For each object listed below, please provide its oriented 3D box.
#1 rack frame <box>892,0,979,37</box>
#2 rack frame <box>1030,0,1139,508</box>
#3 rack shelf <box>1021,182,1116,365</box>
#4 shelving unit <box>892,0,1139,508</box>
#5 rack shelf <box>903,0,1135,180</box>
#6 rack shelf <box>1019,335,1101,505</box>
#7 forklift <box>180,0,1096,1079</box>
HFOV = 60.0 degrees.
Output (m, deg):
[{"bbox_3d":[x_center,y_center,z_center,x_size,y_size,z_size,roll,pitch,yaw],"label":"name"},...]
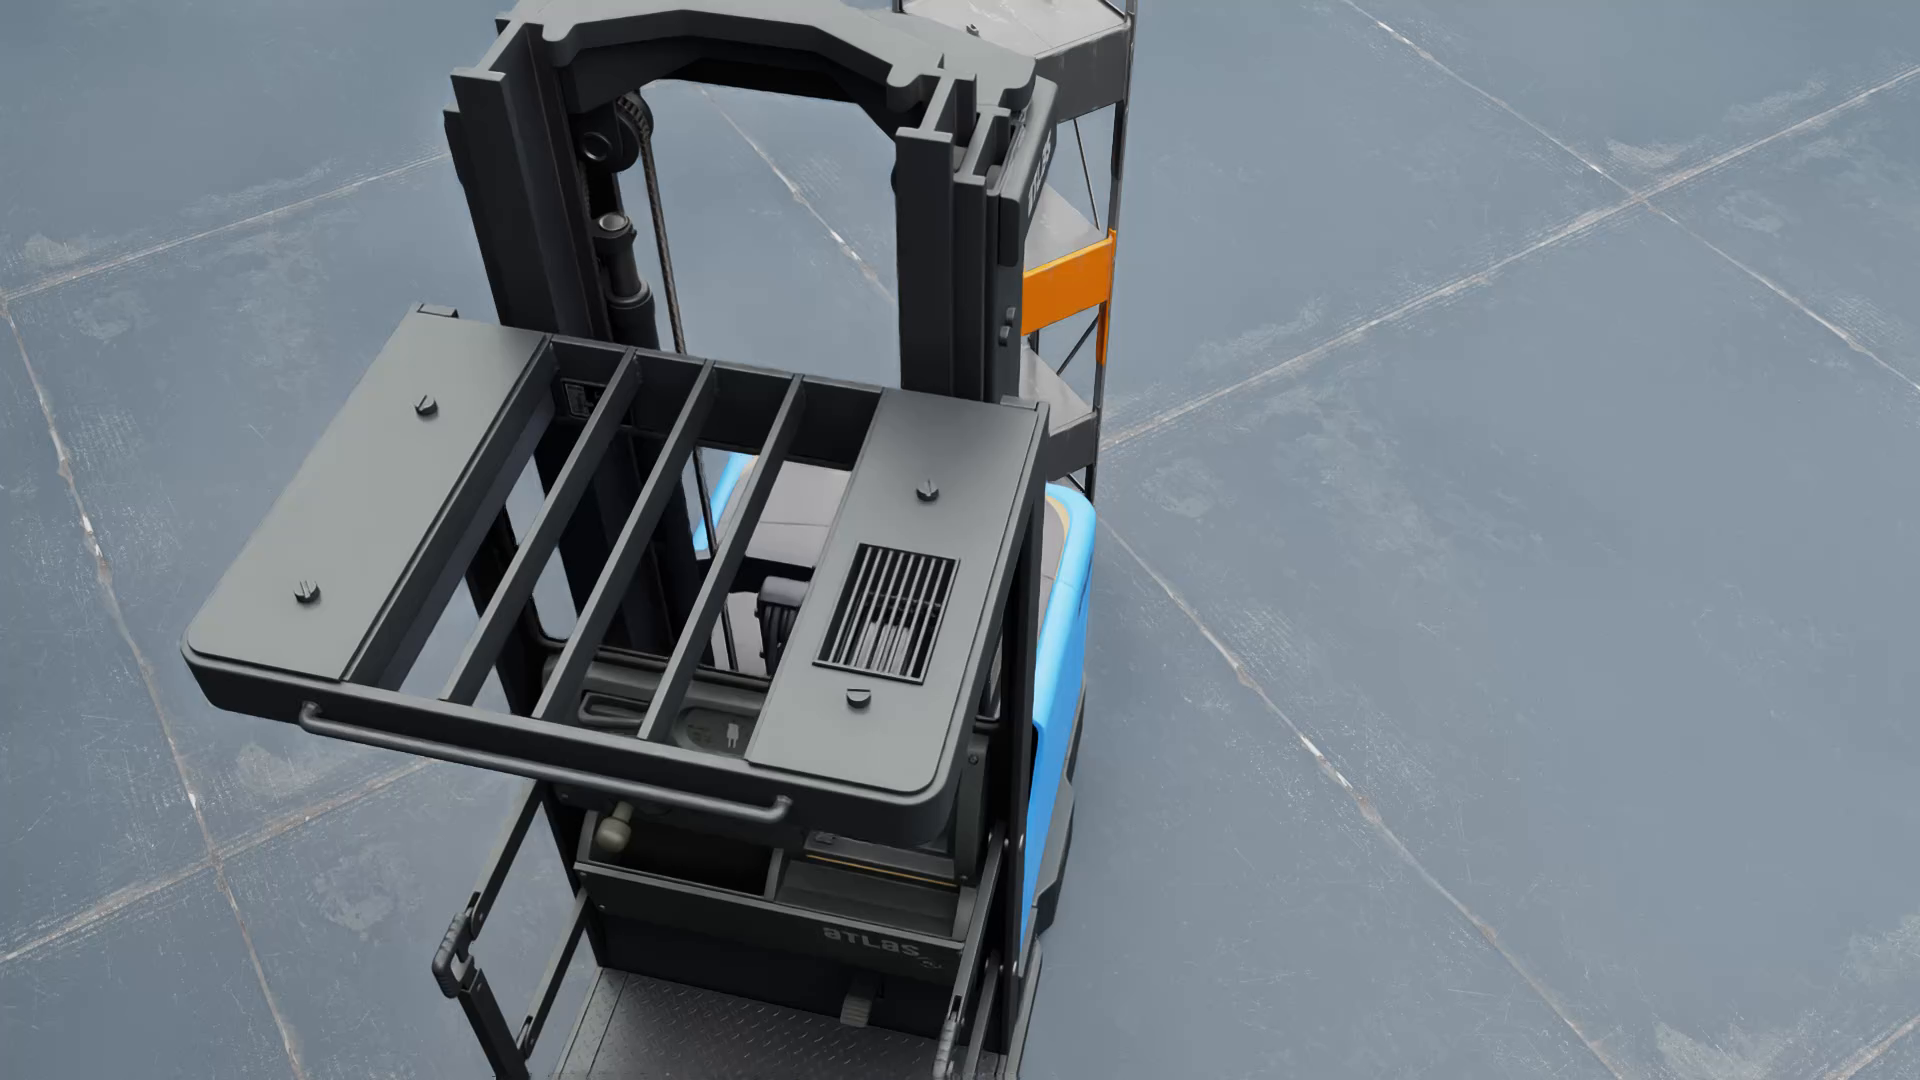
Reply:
[{"bbox_3d":[-0.066,-0.667,4.938,0.015,2.100,0.400,-25,53,-21],"label":"rack frame"},{"bbox_3d":[0.346,-0.861,5.111,0.015,2.100,0.400,-25,53,-21],"label":"rack frame"},{"bbox_3d":[0.140,-0.755,5.035,0.480,0.518,0.431,-25,53,-21],"label":"rack shelf"},{"bbox_3d":[0.140,-0.764,5.025,0.503,2.100,0.431,-25,53,-21],"label":"shelving unit"},{"bbox_3d":[0.140,-1.221,4.512,0.480,0.518,0.431,-25,53,-21],"label":"rack shelf"},{"bbox_3d":[0.140,-0.290,5.558,0.480,0.518,0.431,-25,53,-21],"label":"rack shelf"},{"bbox_3d":[-0.454,0.599,3.254,1.130,2.935,3.031,10,49,9],"label":"forklift"}]
